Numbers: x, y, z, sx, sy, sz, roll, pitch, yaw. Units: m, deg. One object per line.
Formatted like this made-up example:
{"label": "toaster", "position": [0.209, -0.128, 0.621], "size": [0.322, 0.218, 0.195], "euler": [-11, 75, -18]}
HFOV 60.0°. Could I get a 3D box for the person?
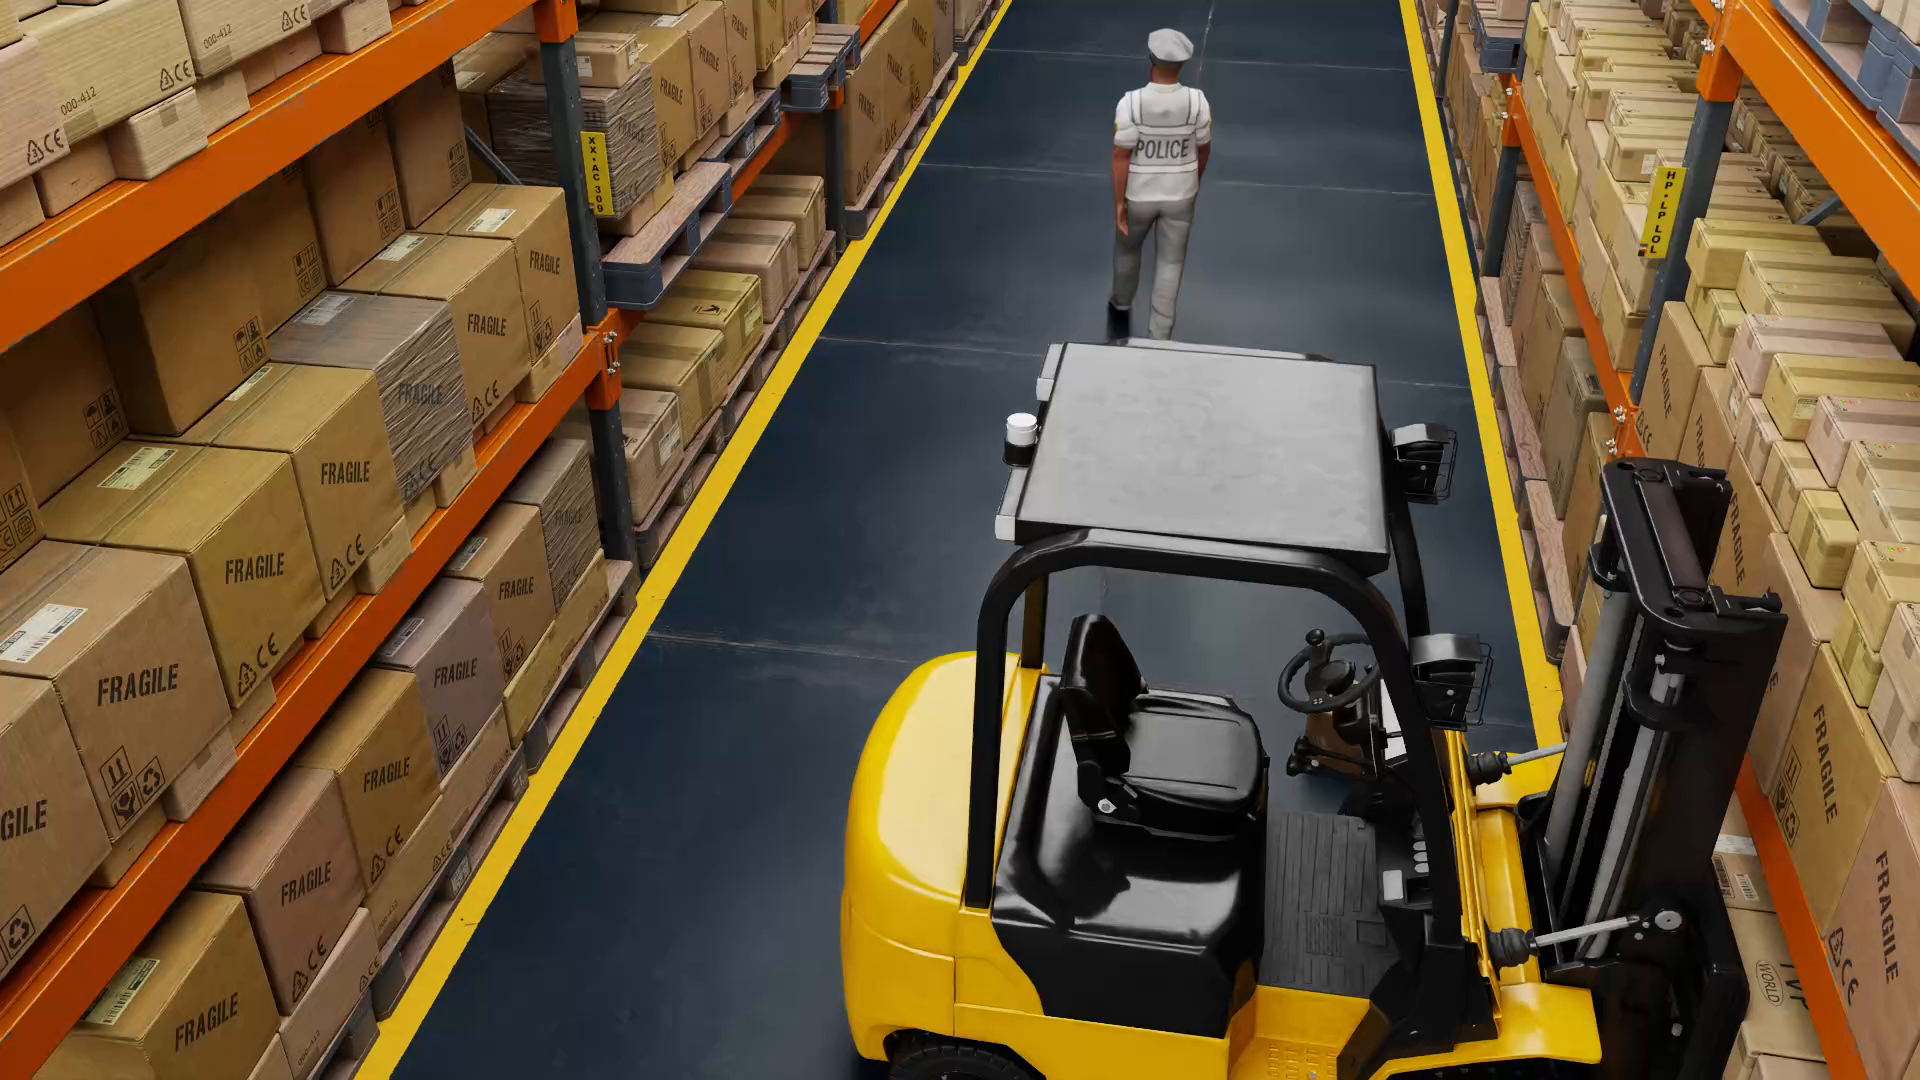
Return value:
{"label": "person", "position": [1.100, -1.980, 9.229], "size": [0.534, 1.741, 0.913], "euler": [2, 32, 4]}
